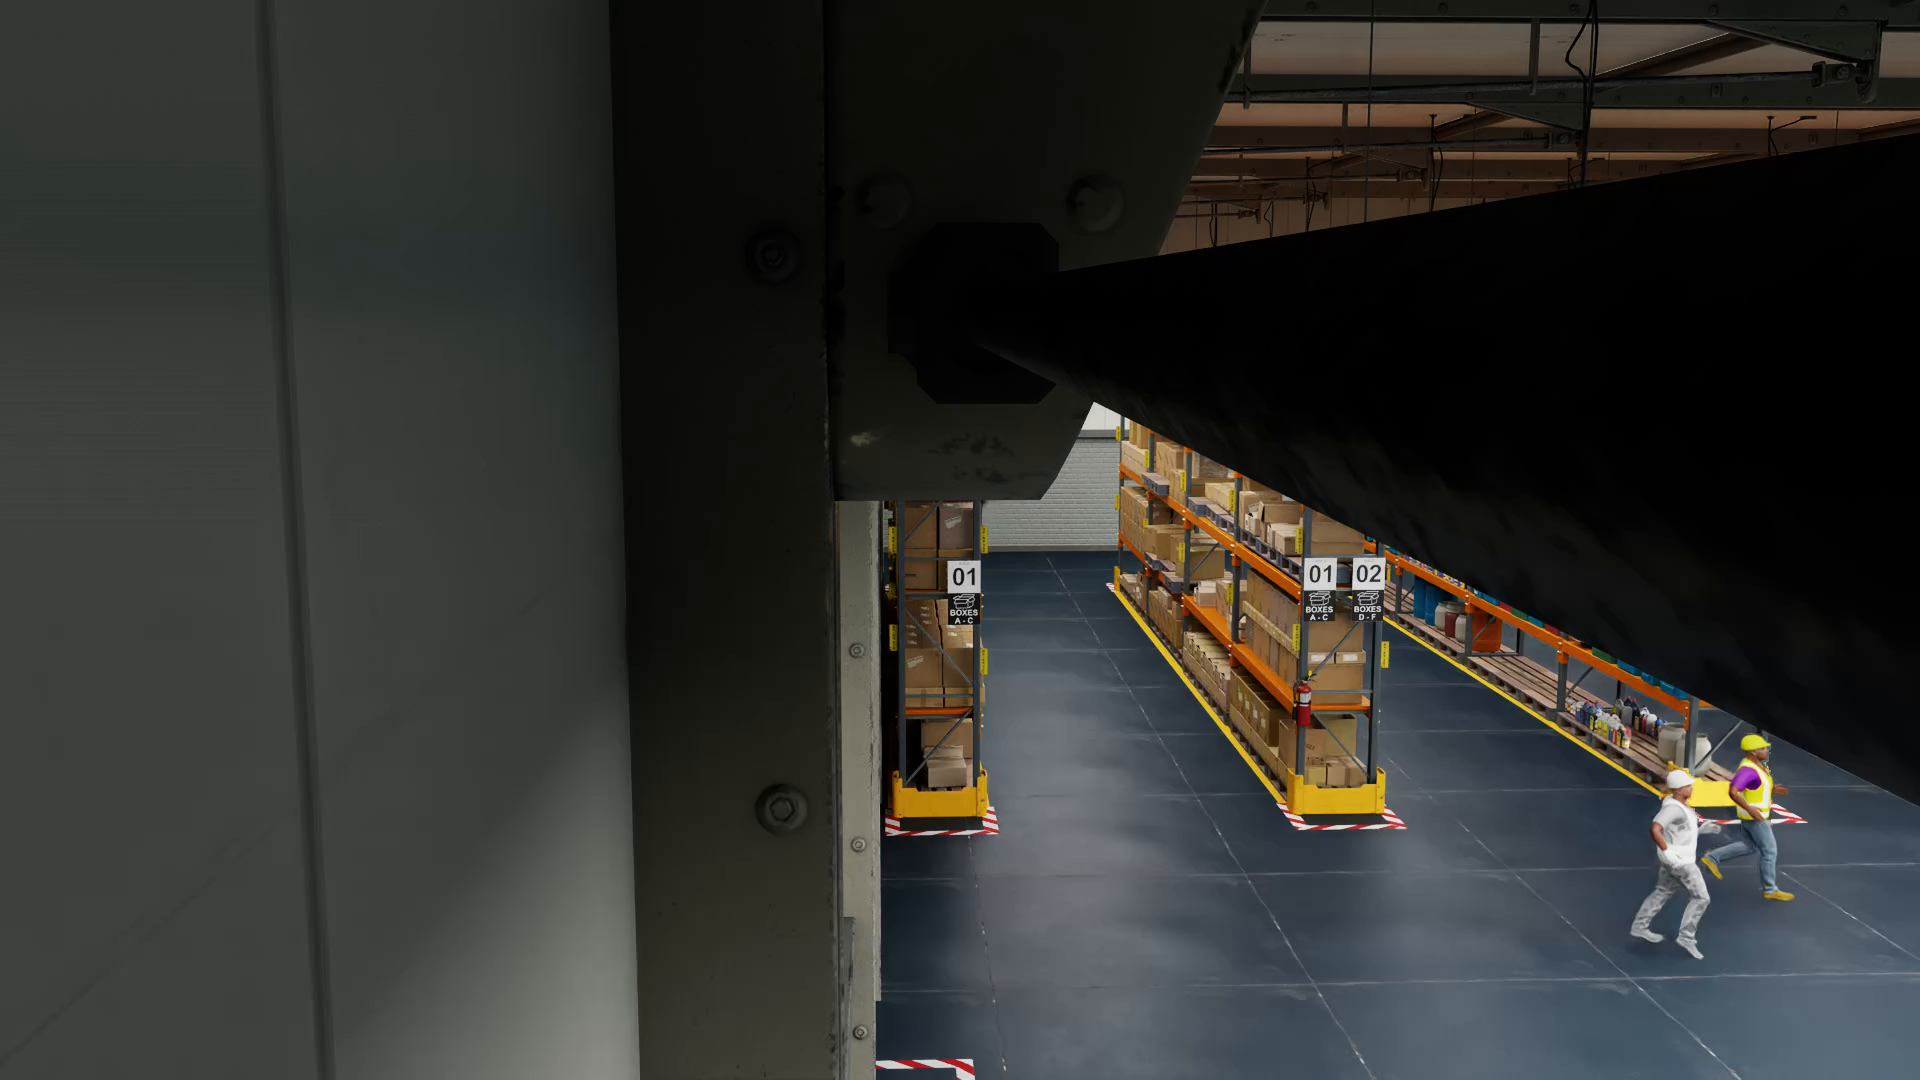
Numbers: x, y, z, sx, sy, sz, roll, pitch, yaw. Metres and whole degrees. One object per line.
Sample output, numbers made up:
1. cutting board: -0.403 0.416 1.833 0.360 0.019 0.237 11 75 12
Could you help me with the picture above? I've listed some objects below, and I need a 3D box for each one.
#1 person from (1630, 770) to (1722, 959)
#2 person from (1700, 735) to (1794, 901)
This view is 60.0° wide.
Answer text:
1. person: 6.970 3.141 16.157 0.768 1.842 0.657 2 8 13
2. person: 8.427 2.927 17.700 0.922 1.747 0.713 4 9 25
